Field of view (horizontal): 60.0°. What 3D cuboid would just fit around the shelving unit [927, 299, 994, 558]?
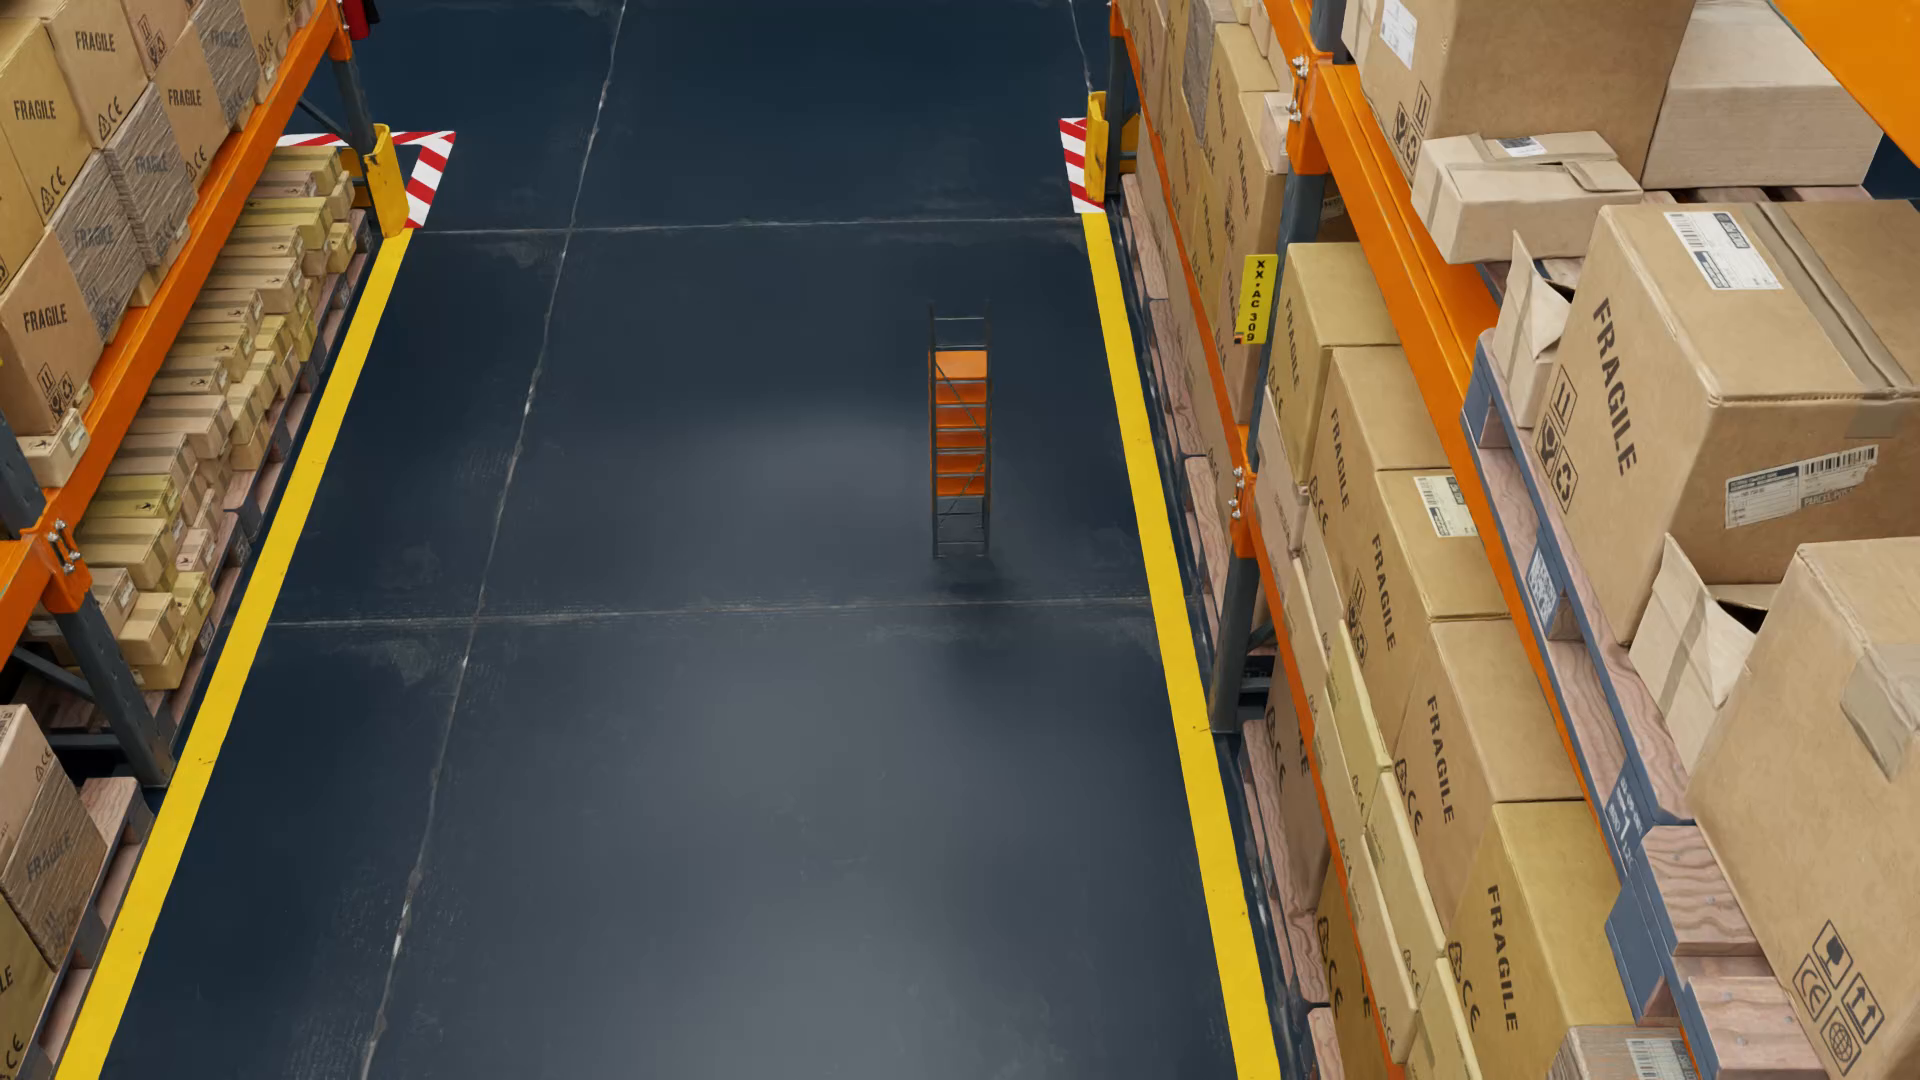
[{"bbox_3d":[0.001,-0.433,6.834,0.258,1.200,0.189,-2,43,-2],"label":"shelving unit"}]

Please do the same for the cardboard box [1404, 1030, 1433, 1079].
[{"bbox_3d":[1.315,1.327,3.693,0.500,0.250,0.500,-2,43,-2],"label":"cardboard box"}]

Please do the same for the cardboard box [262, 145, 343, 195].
[{"bbox_3d":[-3.367,-1.873,8.432,0.380,0.149,0.250,-1,43,-1],"label":"cardboard box"}]

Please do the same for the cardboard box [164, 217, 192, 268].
[{"bbox_3d":[-3.263,-1.195,6.520,0.380,0.149,0.250,0,43,0],"label":"cardboard box"}]

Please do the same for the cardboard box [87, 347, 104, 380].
[{"bbox_3d":[-3.307,-0.658,5.934,0.380,0.149,0.250,-3,43,-4],"label":"cardboard box"}]

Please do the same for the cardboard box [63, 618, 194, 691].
[{"bbox_3d":[-3.168,0.442,6.347,0.380,0.149,0.250,-3,43,-4],"label":"cardboard box"}]

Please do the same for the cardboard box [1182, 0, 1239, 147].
[{"bbox_3d":[1.128,-1.812,6.193,0.500,0.500,0.500,-1,43,-1],"label":"cardboard box"}]

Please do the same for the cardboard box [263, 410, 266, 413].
[{"bbox_3d":[-3.351,-0.608,7.493,0.380,0.149,0.250,-1,43,-1],"label":"cardboard box"}]

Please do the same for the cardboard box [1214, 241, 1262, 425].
[{"bbox_3d":[1.193,-0.752,5.777,0.500,0.500,0.500,-1,43,-1],"label":"cardboard box"}]

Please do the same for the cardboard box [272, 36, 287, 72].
[{"bbox_3d":[-3.348,-2.257,7.679,0.380,0.149,0.250,-2,43,-2],"label":"cardboard box"}]

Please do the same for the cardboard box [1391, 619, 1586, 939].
[{"bbox_3d":[1.296,0.520,3.648,0.500,0.500,0.500,-2,43,-2],"label":"cardboard box"}]

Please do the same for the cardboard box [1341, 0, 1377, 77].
[{"bbox_3d":[1.140,-1.273,3.987,0.396,0.266,0.258,-2,43,-2],"label":"cardboard box"}]

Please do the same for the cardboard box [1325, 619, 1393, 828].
[{"bbox_3d":[1.250,0.459,4.270,0.500,0.250,0.500,-1,43,-1],"label":"cardboard box"}]

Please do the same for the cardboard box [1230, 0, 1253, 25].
[{"bbox_3d":[1.158,-1.941,5.854,0.380,0.149,0.250,-2,43,-2],"label":"cardboard box"}]

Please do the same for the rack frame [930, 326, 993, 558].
[{"bbox_3d":[0.005,-0.371,6.767,0.240,1.200,0.006,-2,43,-2],"label":"rack frame"}]

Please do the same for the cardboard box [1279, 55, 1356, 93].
[{"bbox_3d":[1.234,-1.434,5.301,0.380,0.149,0.250,-1,43,-1],"label":"cardboard box"}]

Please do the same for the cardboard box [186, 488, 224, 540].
[{"bbox_3d":[-3.302,-0.074,6.910,0.380,0.149,0.250,-2,43,-3],"label":"cardboard box"}]

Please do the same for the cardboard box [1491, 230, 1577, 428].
[{"bbox_3d":[1.196,-0.377,3.010,0.396,0.266,0.258,2,43,2],"label":"cardboard box"}]

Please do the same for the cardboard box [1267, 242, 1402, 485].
[{"bbox_3d":[1.200,-0.510,4.772,0.500,0.500,0.500,-1,43,-1],"label":"cardboard box"}]

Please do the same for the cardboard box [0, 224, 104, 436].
[{"bbox_3d":[-3.242,-0.687,5.486,0.500,0.500,0.500,-2,43,-3],"label":"cardboard box"}]

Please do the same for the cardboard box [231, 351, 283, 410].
[{"bbox_3d":[-3.245,-0.706,7.380,0.380,0.149,0.250,-1,43,-1],"label":"cardboard box"}]

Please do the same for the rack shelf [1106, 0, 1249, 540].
[{"bbox_3d":[1.383,-1.495,7.193,1.077,0.370,4.000,-2,43,-2],"label":"rack shelf"}]

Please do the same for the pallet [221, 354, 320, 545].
[{"bbox_3d":[-3.592,-0.449,7.584,1.003,0.211,1.213,-2,43,-2],"label":"pallet"}]

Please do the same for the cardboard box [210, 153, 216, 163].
[{"bbox_3d":[-3.380,-1.723,7.096,0.380,0.149,0.250,-3,43,-4],"label":"cardboard box"}]

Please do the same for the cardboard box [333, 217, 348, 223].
[{"bbox_3d":[-3.412,-1.654,8.634,0.380,0.149,0.250,-1,43,-1],"label":"cardboard box"}]

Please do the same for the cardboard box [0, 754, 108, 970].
[{"bbox_3d":[-3.190,1.060,5.413,0.500,0.500,0.500,-2,43,-3],"label":"cardboard box"}]

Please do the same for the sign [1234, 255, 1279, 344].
[{"bbox_3d":[0.914,-0.741,5.139,0.100,0.325,0.005,-2,43,-2],"label":"sign"}]

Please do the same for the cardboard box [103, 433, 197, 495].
[{"bbox_3d":[-3.327,-0.293,6.709,0.380,0.149,0.250,-3,43,-3],"label":"cardboard box"}]

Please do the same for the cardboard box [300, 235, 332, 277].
[{"bbox_3d":[-3.311,-1.414,8.152,0.380,0.149,0.250,-3,43,-4],"label":"cardboard box"}]

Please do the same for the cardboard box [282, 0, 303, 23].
[{"bbox_3d":[-3.367,-2.750,7.736,0.500,0.500,0.500,-1,43,-1],"label":"cardboard box"}]

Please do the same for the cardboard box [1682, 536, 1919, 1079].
[{"bbox_3d":[1.406,0.330,2.065,0.700,0.500,0.500,-4,43,-4],"label":"cardboard box"}]

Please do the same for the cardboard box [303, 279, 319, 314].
[{"bbox_3d":[-3.351,-1.136,8.069,0.380,0.149,0.250,-1,43,-1],"label":"cardboard box"}]

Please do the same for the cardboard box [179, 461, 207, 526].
[{"bbox_3d":[-3.324,-0.181,6.806,0.380,0.149,0.250,-4,43,-4],"label":"cardboard box"}]

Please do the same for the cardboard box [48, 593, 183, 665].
[{"bbox_3d":[-3.169,0.333,6.246,0.380,0.149,0.250,0,43,0],"label":"cardboard box"}]

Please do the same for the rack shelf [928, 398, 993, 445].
[{"bbox_3d":[0.001,-0.488,6.783,0.258,0.103,0.180,-2,43,-2],"label":"rack shelf"}]

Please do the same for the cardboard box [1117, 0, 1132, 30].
[{"bbox_3d":[1.032,-2.815,8.027,0.500,0.500,0.500,-2,43,-2],"label":"cardboard box"}]

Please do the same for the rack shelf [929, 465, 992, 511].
[{"bbox_3d":[0.001,-0.223,7.026,0.258,0.103,0.180,-2,43,-2],"label":"rack shelf"}]

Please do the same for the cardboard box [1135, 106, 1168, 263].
[{"bbox_3d":[1.426,-1.878,8.664,0.875,0.438,0.875,-3,43,-3],"label":"cardboard box"}]

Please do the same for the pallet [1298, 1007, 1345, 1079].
[{"bbox_3d":[1.631,1.963,4.953,1.003,0.211,1.213,-2,43,-2],"label":"pallet"}]

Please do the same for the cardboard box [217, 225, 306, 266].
[{"bbox_3d":[-3.328,-1.354,7.866,0.380,0.149,0.250,-3,43,-4],"label":"cardboard box"}]

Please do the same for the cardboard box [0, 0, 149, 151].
[{"bbox_3d":[-3.276,-1.717,5.869,0.500,0.500,0.500,-1,43,-1],"label":"cardboard box"}]

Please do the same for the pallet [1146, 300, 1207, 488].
[{"bbox_3d":[1.459,-0.723,7.882,1.003,0.211,1.213,-2,43,-2],"label":"pallet"}]

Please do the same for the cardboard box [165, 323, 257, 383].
[{"bbox_3d":[-3.321,-0.817,7.280,0.380,0.149,0.250,-1,43,-2],"label":"cardboard box"}]

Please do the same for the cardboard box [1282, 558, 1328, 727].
[{"bbox_3d":[1.247,0.300,4.814,0.500,0.250,0.500,-3,43,-3],"label":"cardboard box"}]

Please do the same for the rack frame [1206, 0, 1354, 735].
[{"bbox_3d":[1.468,-0.410,5.477,1.000,3.000,0.127,-2,43,-2],"label":"rack frame"}]

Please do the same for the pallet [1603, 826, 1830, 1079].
[{"bbox_3d":[1.558,0.821,2.054,1.213,0.211,1.003,0,43,0],"label":"pallet"}]

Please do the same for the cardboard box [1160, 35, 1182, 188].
[{"bbox_3d":[1.123,-1.792,6.911,0.500,0.500,0.500,0,43,0],"label":"cardboard box"}]

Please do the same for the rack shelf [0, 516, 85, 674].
[{"bbox_3d":[-3.388,1.416,4.018,1.077,0.370,4.000,-2,43,-2],"label":"rack shelf"}]

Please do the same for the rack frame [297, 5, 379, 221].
[{"bbox_3d":[-3.643,-2.900,8.194,1.000,3.000,0.127,-2,43,-2],"label":"rack frame"}]

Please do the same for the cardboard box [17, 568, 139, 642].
[{"bbox_3d":[-3.281,0.239,6.128,0.380,0.149,0.250,0,43,0],"label":"cardboard box"}]

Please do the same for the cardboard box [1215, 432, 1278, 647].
[{"bbox_3d":[1.549,-0.047,6.667,0.875,0.438,0.875,-2,43,-2],"label":"cardboard box"}]

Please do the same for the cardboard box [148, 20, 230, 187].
[{"bbox_3d":[-3.308,-1.723,6.616,0.500,0.500,0.500,0,43,0],"label":"cardboard box"}]
